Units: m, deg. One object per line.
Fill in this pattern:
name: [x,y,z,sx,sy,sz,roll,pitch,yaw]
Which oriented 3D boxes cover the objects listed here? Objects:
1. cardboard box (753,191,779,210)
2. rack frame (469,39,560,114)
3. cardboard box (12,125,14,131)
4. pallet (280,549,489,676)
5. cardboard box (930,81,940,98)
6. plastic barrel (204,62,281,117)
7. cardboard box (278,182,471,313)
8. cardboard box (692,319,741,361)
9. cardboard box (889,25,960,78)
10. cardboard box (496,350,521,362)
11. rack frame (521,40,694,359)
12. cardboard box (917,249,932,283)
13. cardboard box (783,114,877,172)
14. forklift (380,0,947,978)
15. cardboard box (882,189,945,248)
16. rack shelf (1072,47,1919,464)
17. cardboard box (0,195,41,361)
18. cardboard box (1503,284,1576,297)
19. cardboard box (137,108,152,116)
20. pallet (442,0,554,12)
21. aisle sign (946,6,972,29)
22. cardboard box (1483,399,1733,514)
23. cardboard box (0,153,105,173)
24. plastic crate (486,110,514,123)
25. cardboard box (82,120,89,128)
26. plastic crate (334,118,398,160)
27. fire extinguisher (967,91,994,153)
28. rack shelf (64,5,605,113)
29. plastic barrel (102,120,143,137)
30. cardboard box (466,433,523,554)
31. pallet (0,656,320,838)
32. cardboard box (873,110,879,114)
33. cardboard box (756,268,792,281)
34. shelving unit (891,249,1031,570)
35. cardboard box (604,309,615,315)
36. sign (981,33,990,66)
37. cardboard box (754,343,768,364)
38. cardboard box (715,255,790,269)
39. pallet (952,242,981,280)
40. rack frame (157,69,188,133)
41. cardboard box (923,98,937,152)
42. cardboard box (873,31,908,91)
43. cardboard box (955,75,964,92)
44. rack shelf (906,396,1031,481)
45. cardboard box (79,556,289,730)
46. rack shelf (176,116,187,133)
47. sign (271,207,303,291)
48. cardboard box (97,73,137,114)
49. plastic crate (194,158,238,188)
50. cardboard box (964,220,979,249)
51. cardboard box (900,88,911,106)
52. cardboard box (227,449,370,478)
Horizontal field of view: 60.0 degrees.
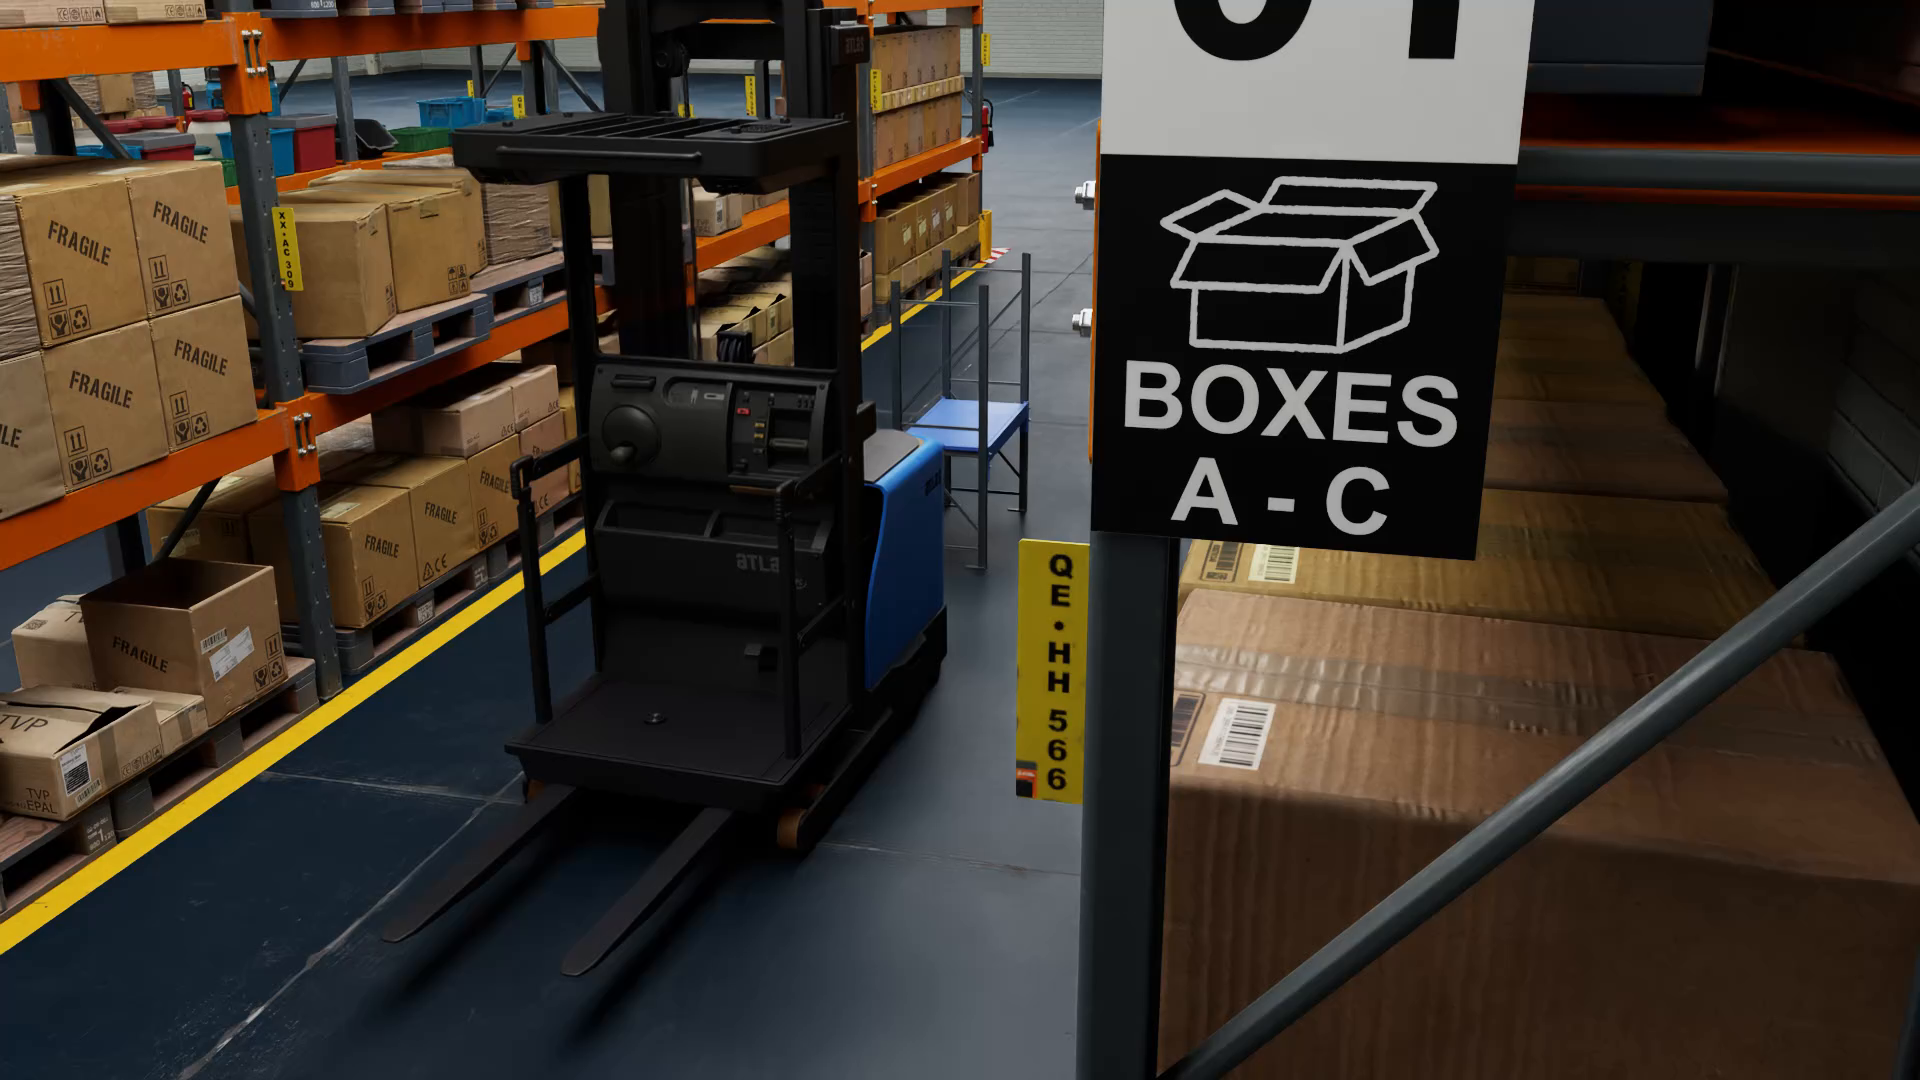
cardboard box: [-1.689,-2.773,12.511,0.500,0.500,0.500,5,19,13]
rack frame: [-5.059,-4.933,18.990,1.000,3.000,0.127,5,19,13]
cardboard box: [-10.234,-4.307,17.547,0.380,0.149,0.250,5,19,13]
pallet: [-3.027,0.282,8.035,1.003,0.211,1.213,5,19,13]
cardboard box: [-0.418,-4.437,16.379,0.380,0.149,0.250,5,20,15]
plastic barrel: [-6.425,-3.820,14.954,0.600,0.901,0.708,5,19,13]
cardboard box: [-2.749,-1.377,7.774,0.700,0.500,0.500,8,20,22]
cardboard box: [-1.799,-1.337,11.199,0.500,0.311,0.500,5,20,15]
cardboard box: [-0.396,-5.040,17.141,0.700,0.500,0.500,5,19,14]
cardboard box: [-2.600,-0.939,10.481,0.500,0.500,0.500,6,20,16]
rack frame: [-2.211,-2.033,10.500,1.000,3.000,0.127,5,19,13]
cardboard box: [-0.572,-2.619,15.818,0.500,0.250,0.500,5,19,13]
cardboard box: [-1.132,-3.474,14.563,0.700,0.500,0.500,4,19,12]
forklift: [-0.980,-0.414,5.866,1.130,2.935,3.031,6,20,16]
cardboard box: [-0.453,-3.130,16.156,0.500,0.500,0.500,5,19,13]
rack shelf: [1.127,-0.842,3.484,1.077,0.370,4.000,5,19,13]
cardboard box: [-3.307,-0.802,5.195,0.500,0.500,0.500,5,19,14]
cardboard box: [1.973,-0.711,5.984,0.500,0.500,0.500,4,19,12]
cardboard box: [-9.793,-5.022,19.637,0.380,0.149,0.250,5,19,13]
pallet: [-2.711,-2.634,7.910,1.213,0.211,1.003,5,19,13]
aisle sign: [0.044,-5.768,17.413,0.394,0.787,0.004,5,19,13]
cardboard box: [1.116,0.094,3.807,0.980,0.700,0.700,4,19,11]
cardboard box: [-3.577,-1.175,6.284,0.500,0.500,0.500,5,20,15]
plastic crate: [-5.055,-4.479,17.891,0.499,0.251,0.408,5,19,13]
cardboard box: [-10.021,-4.707,18.716,0.380,0.149,0.250,5,19,13]
plastic crate: [-5.785,-3.804,15.780,0.767,0.338,0.504,5,19,13]
fire extinguisher: [0.223,-4.505,17.855,0.296,0.674,0.183,5,19,13]
rack shelf: [-2.700,-2.486,8.296,1.077,0.370,4.000,5,19,13]
plastic barrel: [-6.768,-3.096,13.400,0.433,0.535,0.433,0,19,0]
cardboard box: [-2.585,-0.261,8.499,0.500,0.500,0.500,5,19,14]
pallet: [-3.357,0.755,6.650,1.003,0.211,1.213,5,19,13]
cardboard box: [-0.919,-3.789,14.482,0.380,0.149,0.250,5,19,14]
cardboard box: [-1.300,-1.981,13.082,0.500,0.311,0.500,5,19,13]
shelving unit: [0.021,-0.736,9.023,0.538,1.500,1.048,5,19,13]
cardboard box: [-2.202,-1.543,11.802,0.500,0.311,0.500,4,19,13]
sign: [0.266,-5.154,17.478,0.100,0.325,0.005,5,19,13]
cardboard box: [-1.677,-1.230,11.751,0.500,0.250,0.500,4,19,12]
cardboard box: [-1.704,-2.184,13.677,0.500,0.311,0.500,4,19,13]
pallet: [-0.403,-2.978,17.581,1.003,0.211,1.213,5,19,13]
rack frame: [-9.862,-5.324,20.135,1.000,3.000,0.127,5,19,13]
cardboard box: [-0.634,-4.123,16.462,0.700,0.500,0.500,5,19,14]
cardboard box: [-0.887,-4.403,15.277,0.700,0.500,0.500,5,19,13]
cardboard box: [-0.165,-4.760,17.326,0.380,0.149,0.250,4,19,12]
rack shelf: [0.021,-0.566,9.082,0.538,0.185,1.000,5,19,13]
cardboard box: [-3.053,0.396,6.574,0.500,0.500,0.500,5,19,13]
rack shelf: [-10.351,-4.357,18.416,1.077,0.370,4.000,5,19,13]
sign: [-2.661,-1.149,6.571,0.100,0.325,0.005,5,19,13]
cardboard box: [-10.029,-5.176,19.086,0.875,0.500,0.500,5,19,13]
plastic crate: [-6.188,-3.011,13.690,0.450,0.188,0.662,5,19,13]
cardboard box: [-0.101,-3.247,17.657,0.500,0.250,0.500,5,19,13]
cardboard box: [-0.670,-4.115,15.435,0.380,0.149,0.250,4,19,12]
cardboard box: [-3.217,-0.137,8.133,0.500,0.500,0.500,5,19,14]
